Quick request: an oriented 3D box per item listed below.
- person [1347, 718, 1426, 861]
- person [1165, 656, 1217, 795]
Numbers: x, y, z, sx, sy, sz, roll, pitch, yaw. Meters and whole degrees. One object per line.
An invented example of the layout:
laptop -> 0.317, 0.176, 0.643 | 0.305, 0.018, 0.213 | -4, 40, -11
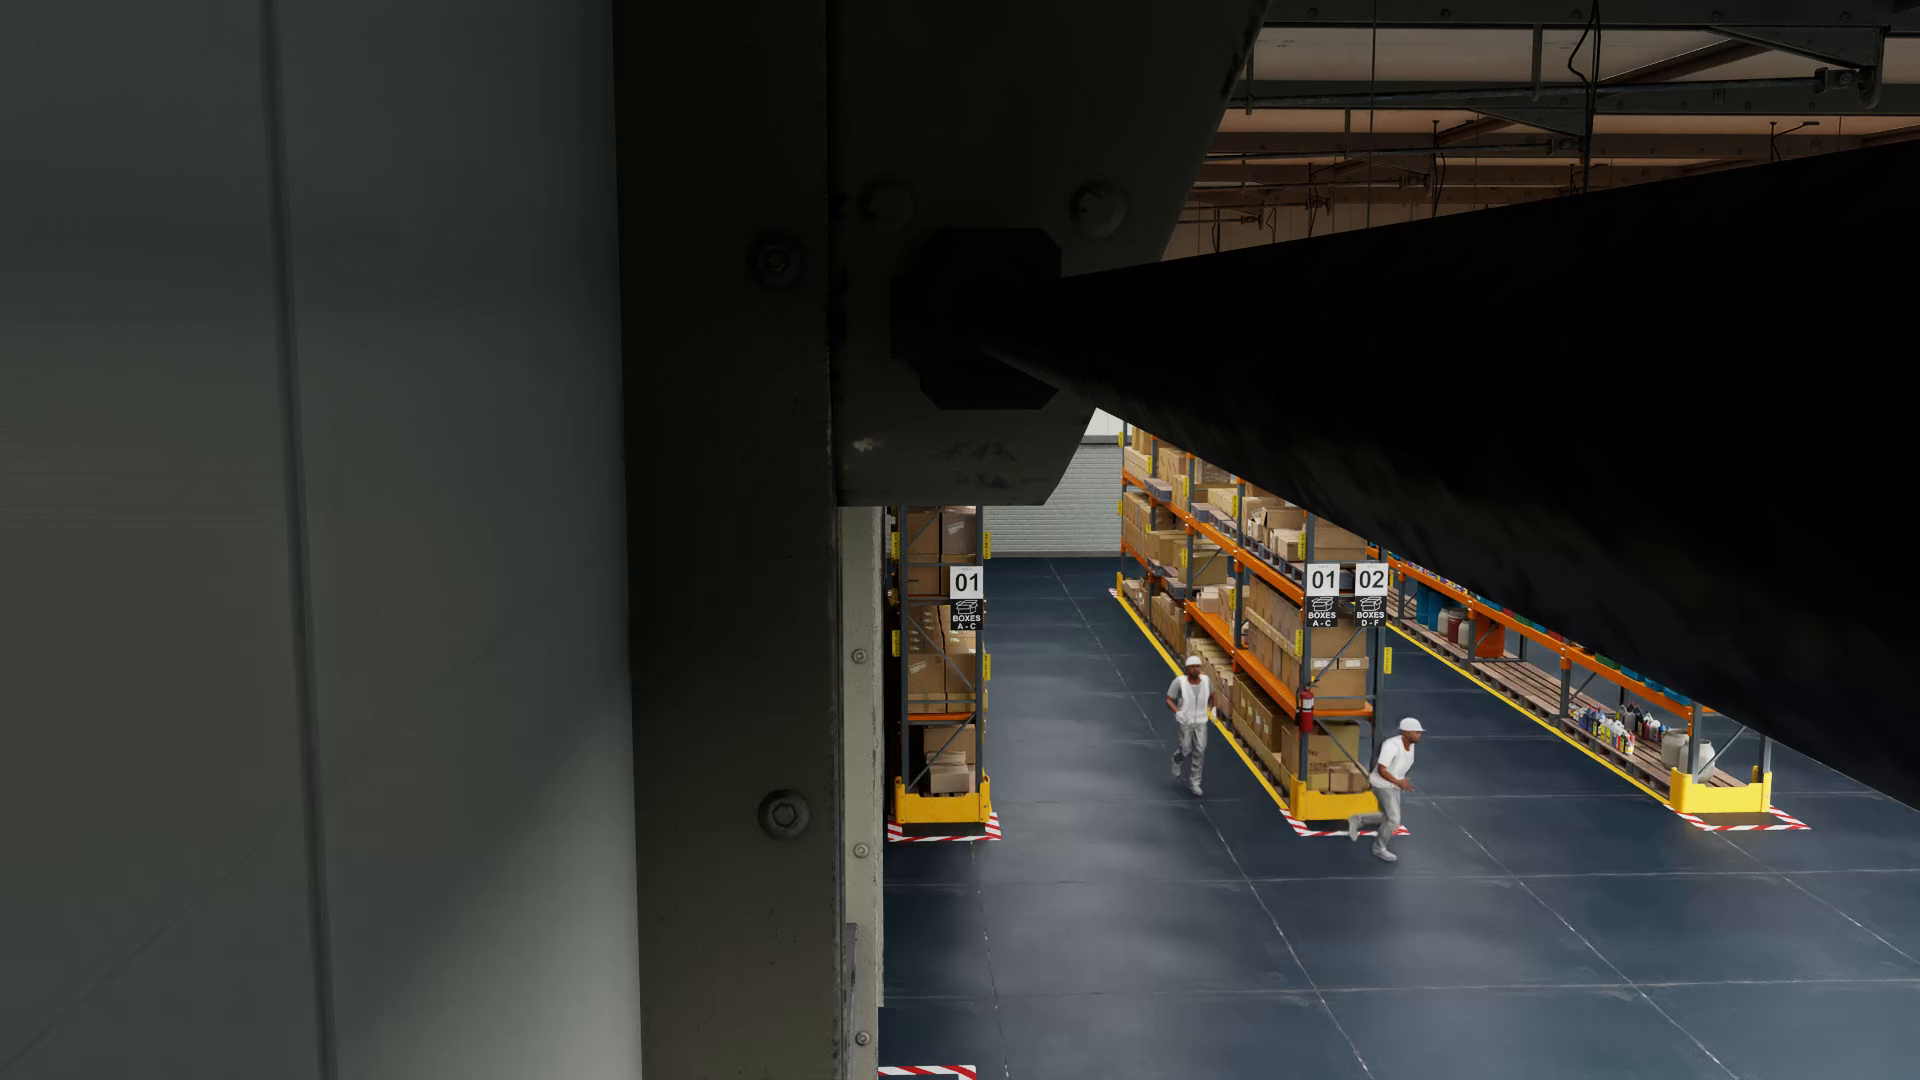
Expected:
person -> 4.880, 2.811, 19.056 | 0.860, 1.660, 0.708 | 6, 10, 36
person -> 3.029, 2.374, 21.724 | 0.709, 1.775, 0.770 | -1, 8, -9
